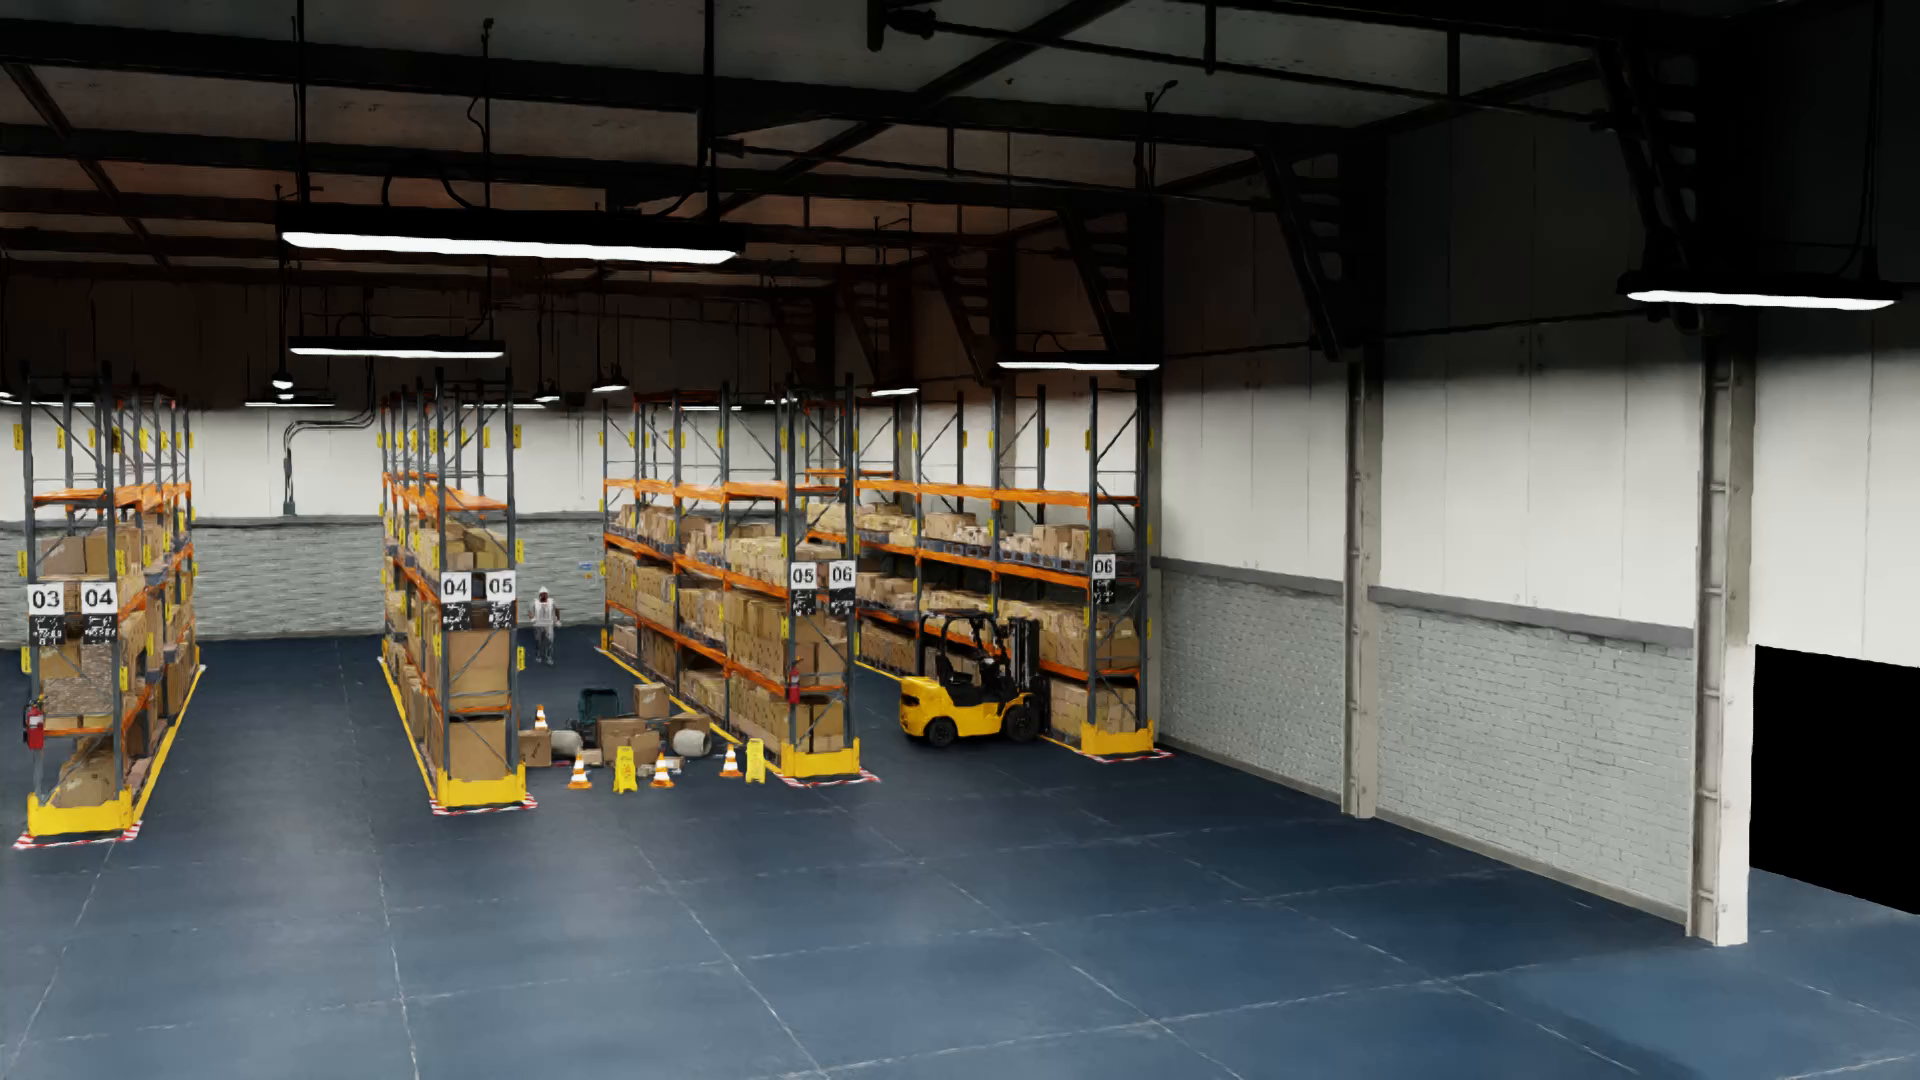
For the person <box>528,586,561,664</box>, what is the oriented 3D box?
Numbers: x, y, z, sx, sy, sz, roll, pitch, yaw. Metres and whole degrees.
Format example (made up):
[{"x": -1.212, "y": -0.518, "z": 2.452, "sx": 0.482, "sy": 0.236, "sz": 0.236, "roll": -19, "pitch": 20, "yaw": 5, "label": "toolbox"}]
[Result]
[{"x": -9.287, "y": 1.901, "z": 37.169, "sx": 0.730, "sy": 1.743, "sz": 0.685, "roll": -1, "pitch": 4, "yaw": -17, "label": "person"}]

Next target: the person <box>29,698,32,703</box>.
[{"x": -17.016, "y": 2.317, "z": 30.738, "sx": 0.503, "sy": 1.670, "sz": 0.431, "roll": 3, "pitch": 4, "yaw": 38, "label": "person"}]
